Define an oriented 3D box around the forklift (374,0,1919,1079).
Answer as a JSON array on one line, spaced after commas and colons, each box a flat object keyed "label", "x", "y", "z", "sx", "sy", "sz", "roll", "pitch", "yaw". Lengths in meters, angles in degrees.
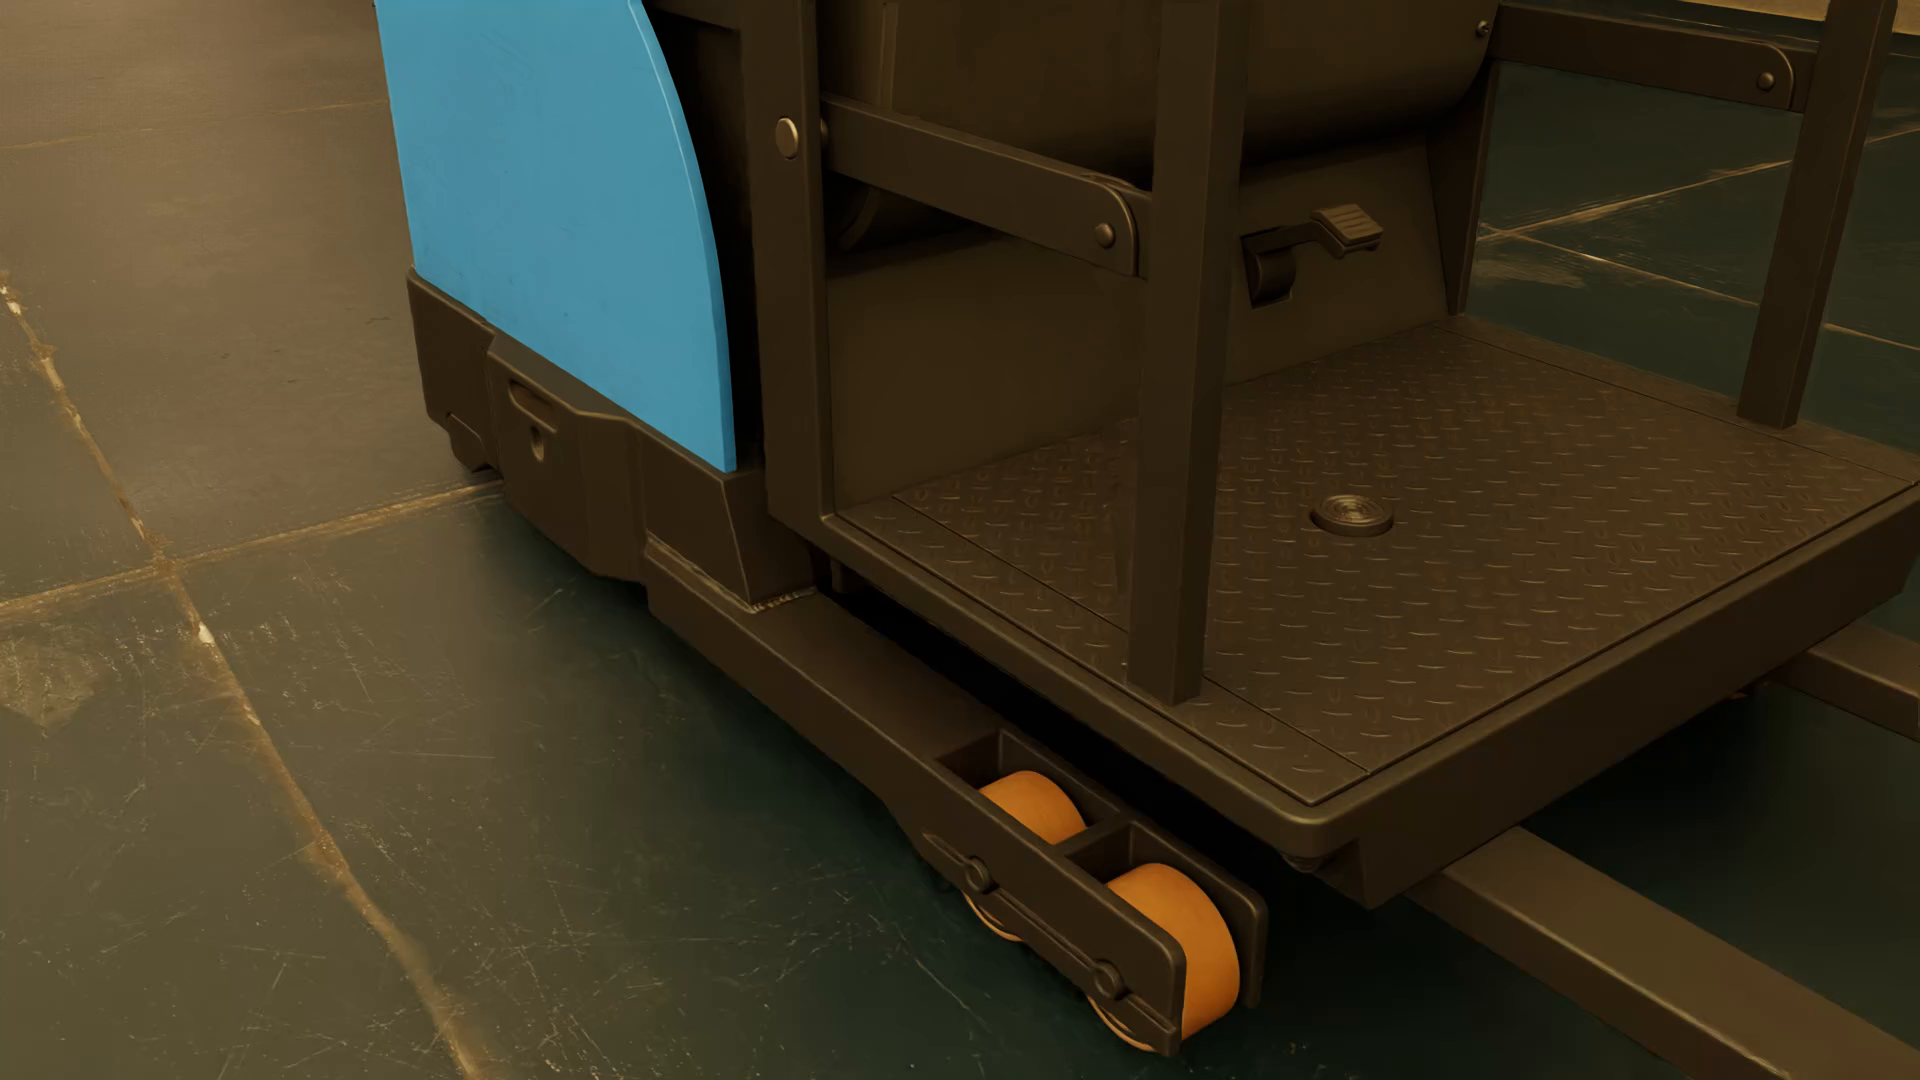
[{"label": "forklift", "x": 0.405, "y": -1.088, "z": 1.400, "sx": 1.130, "sy": 2.935, "sz": 3.031, "roll": -19, "pitch": 32, "yaw": -33}]
